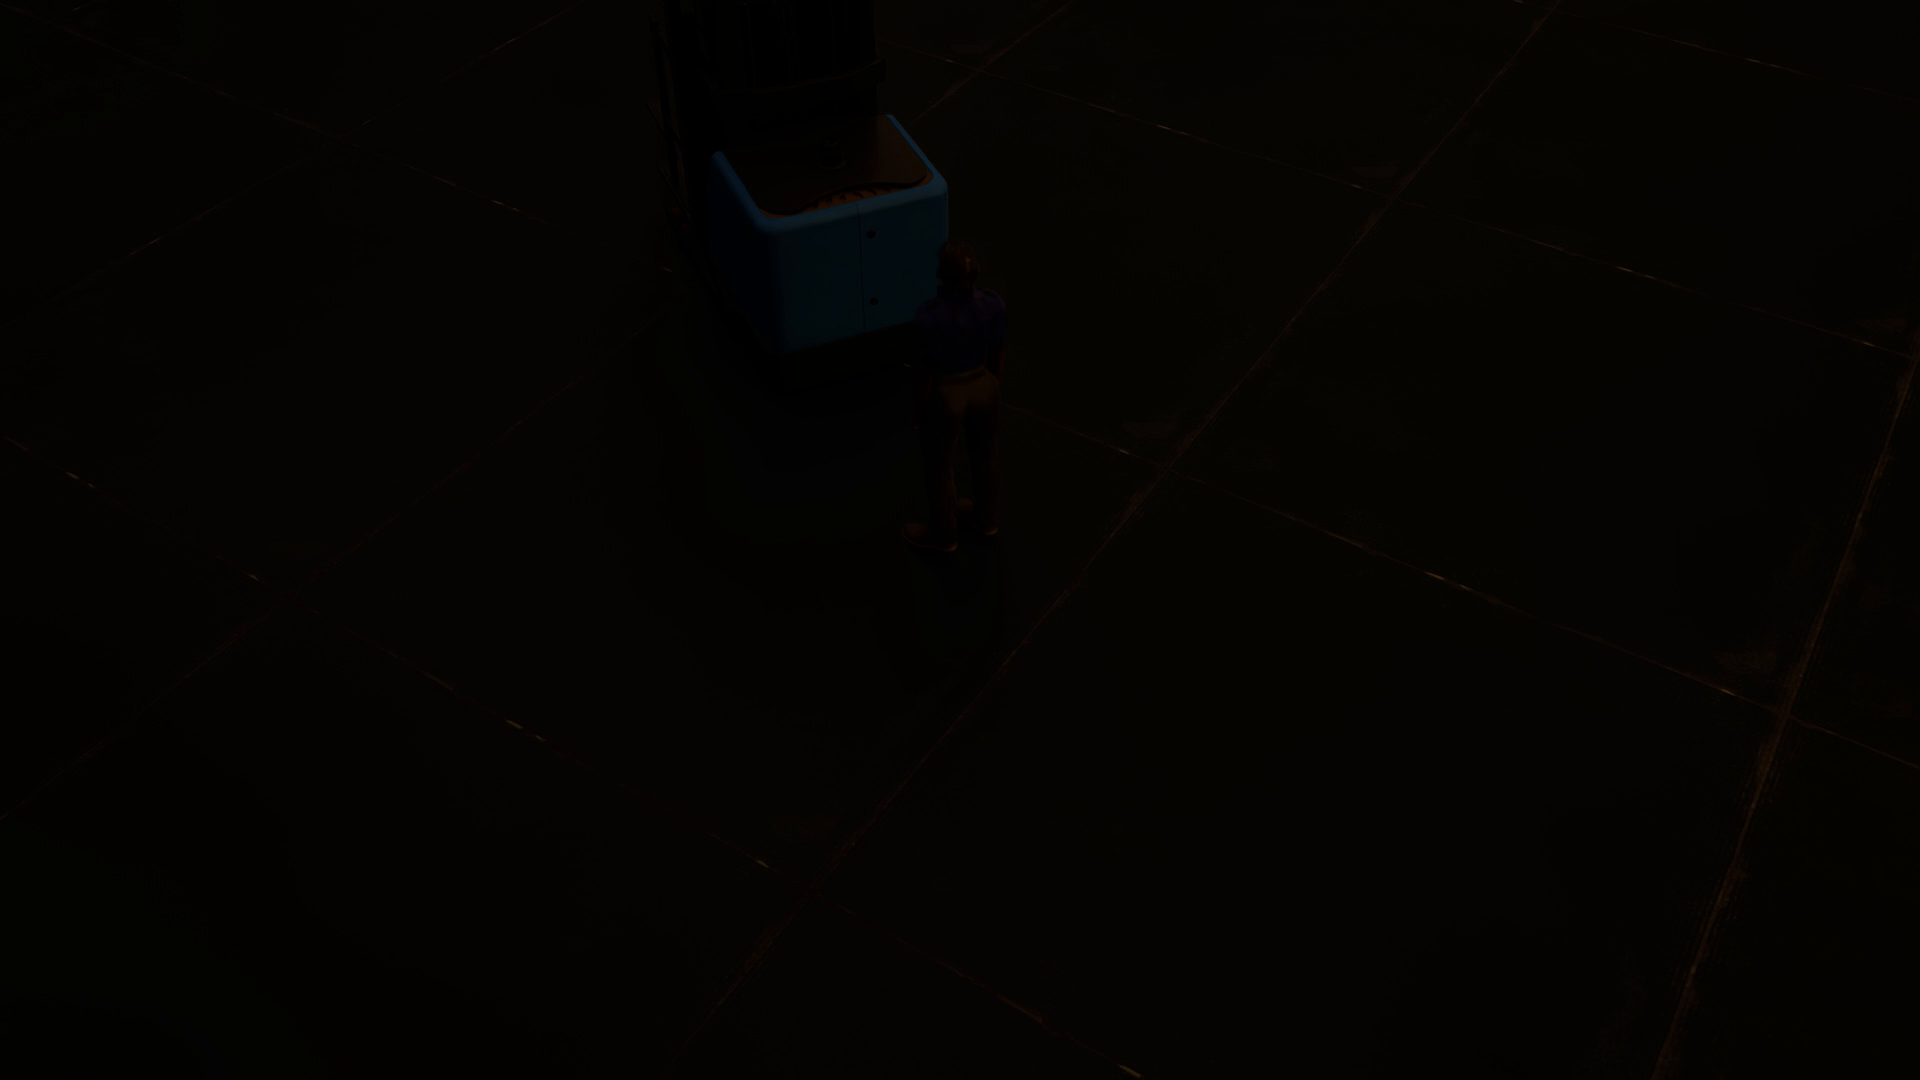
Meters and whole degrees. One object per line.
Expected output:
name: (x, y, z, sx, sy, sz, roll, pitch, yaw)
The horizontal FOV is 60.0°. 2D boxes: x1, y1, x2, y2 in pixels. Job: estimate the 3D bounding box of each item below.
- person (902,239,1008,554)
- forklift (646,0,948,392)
person: (-0.037, -0.637, 7.395, 0.466, 1.659, 0.345, -16, 46, -17)
forklift: (-1.095, -2.862, 8.867, 1.130, 2.935, 3.031, -17, 46, -17)
